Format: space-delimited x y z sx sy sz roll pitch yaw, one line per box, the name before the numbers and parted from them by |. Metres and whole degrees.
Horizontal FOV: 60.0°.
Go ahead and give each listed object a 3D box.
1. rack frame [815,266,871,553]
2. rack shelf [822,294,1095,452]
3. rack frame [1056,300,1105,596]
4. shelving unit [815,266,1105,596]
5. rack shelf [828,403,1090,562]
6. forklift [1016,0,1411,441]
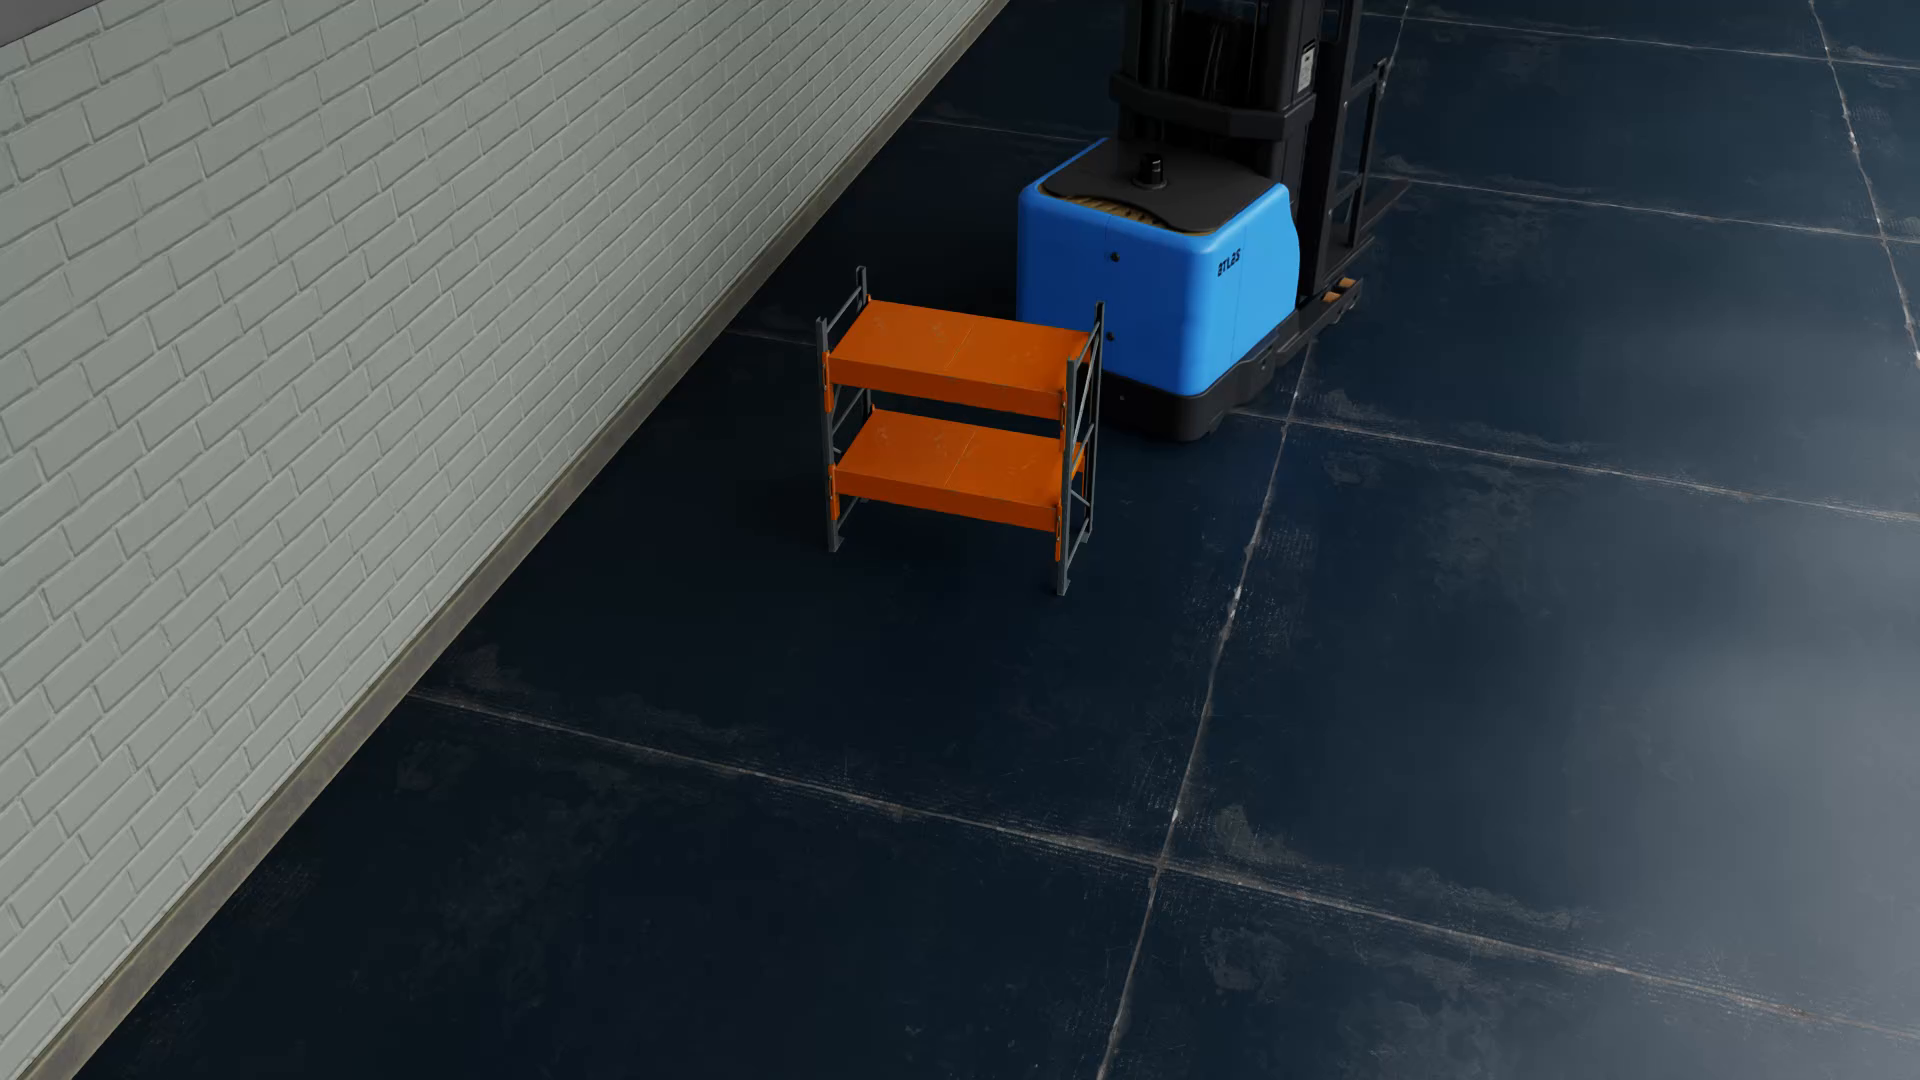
rack frame | -0.479 -0.542 7.037 0.032 1.125 0.500 10 38 14
rack shelf | 0.006 -0.688 6.741 1.000 0.278 0.538 10 38 14
rack frame | 0.492 -0.362 6.793 0.032 1.125 0.500 10 38 14
shelving unit | 0.006 -0.452 6.915 1.048 1.125 0.538 10 38 14
rack shelf | 0.006 -0.255 7.060 1.000 0.278 0.538 10 38 14
forklift | 1.504 -2.472 8.136 1.130 2.935 3.031 22 42 27
